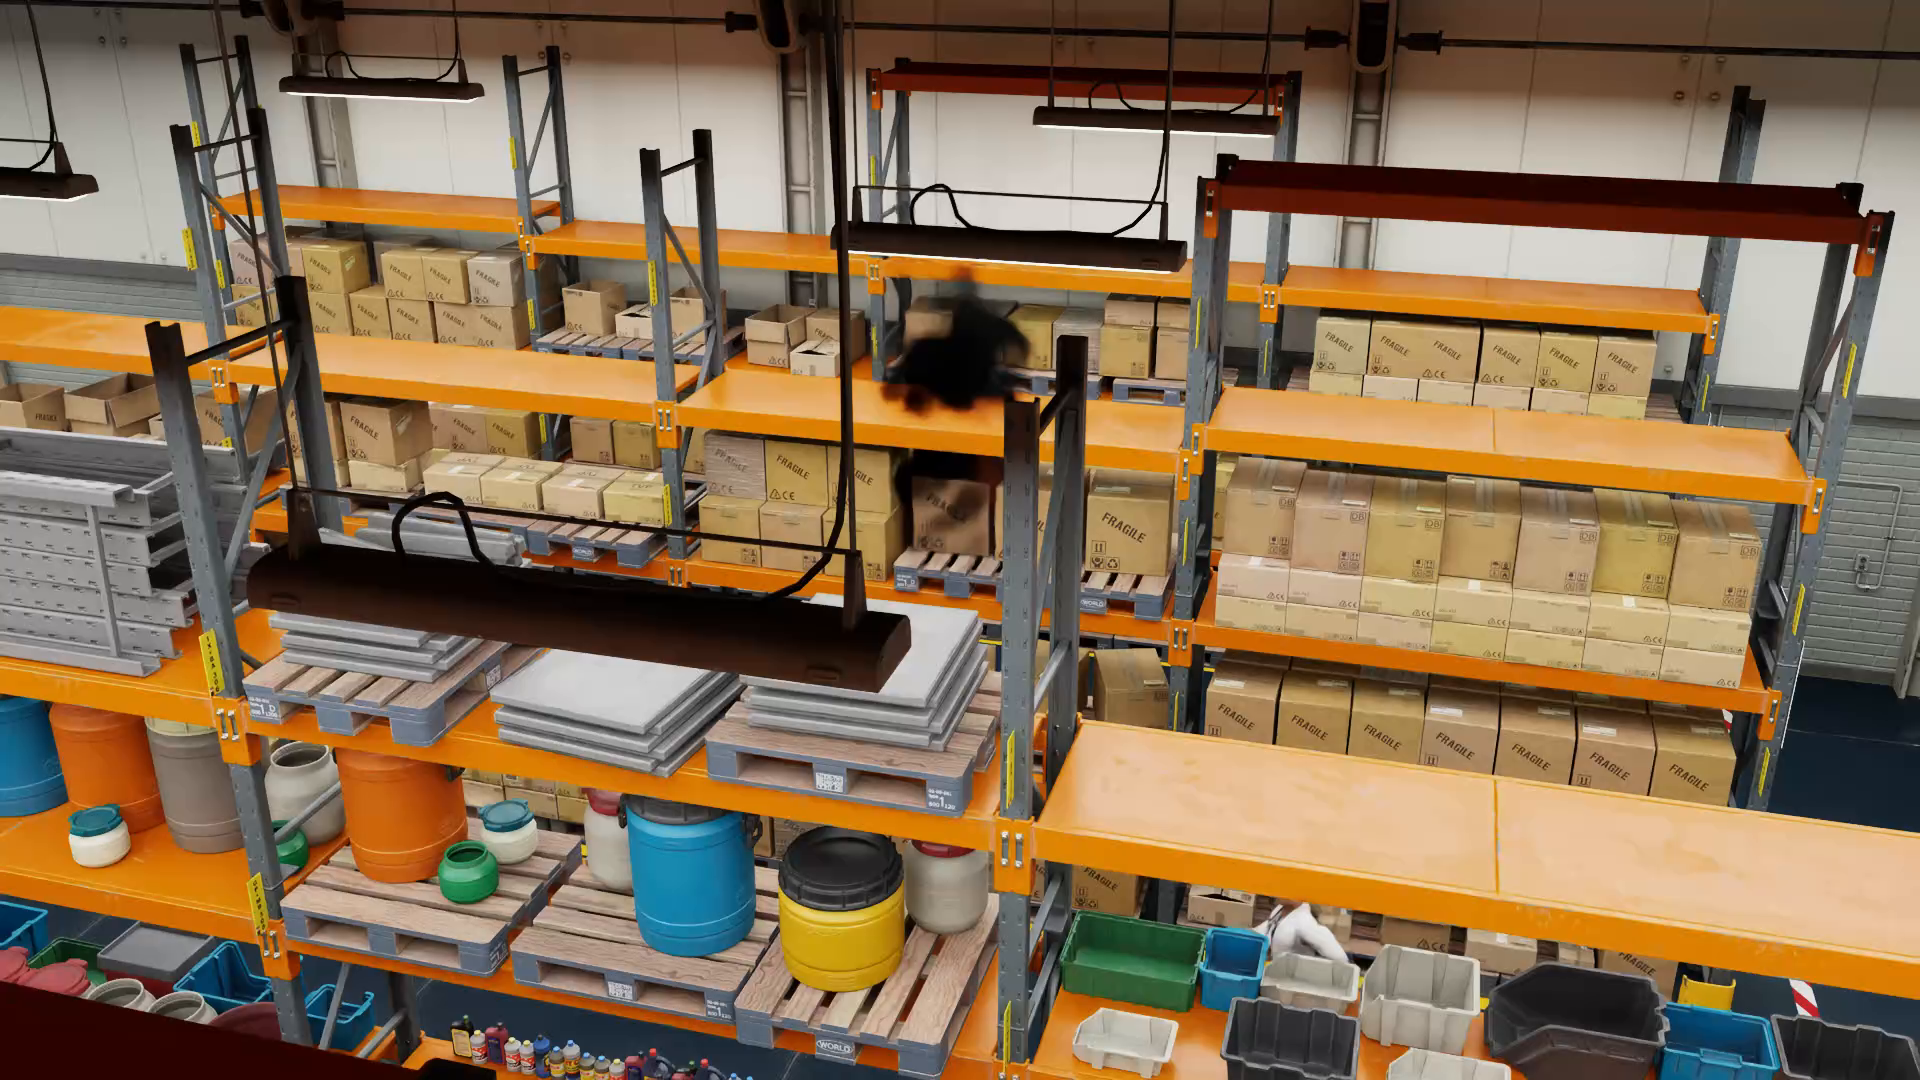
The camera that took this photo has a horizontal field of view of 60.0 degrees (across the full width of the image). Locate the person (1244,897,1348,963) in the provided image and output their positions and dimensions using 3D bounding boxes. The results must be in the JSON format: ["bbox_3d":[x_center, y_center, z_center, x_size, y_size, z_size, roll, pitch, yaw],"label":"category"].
[{"bbox_3d":[2.241,2.938,11.021,1.033,1.729,0.690,2,23,4],"label":"person"}]
